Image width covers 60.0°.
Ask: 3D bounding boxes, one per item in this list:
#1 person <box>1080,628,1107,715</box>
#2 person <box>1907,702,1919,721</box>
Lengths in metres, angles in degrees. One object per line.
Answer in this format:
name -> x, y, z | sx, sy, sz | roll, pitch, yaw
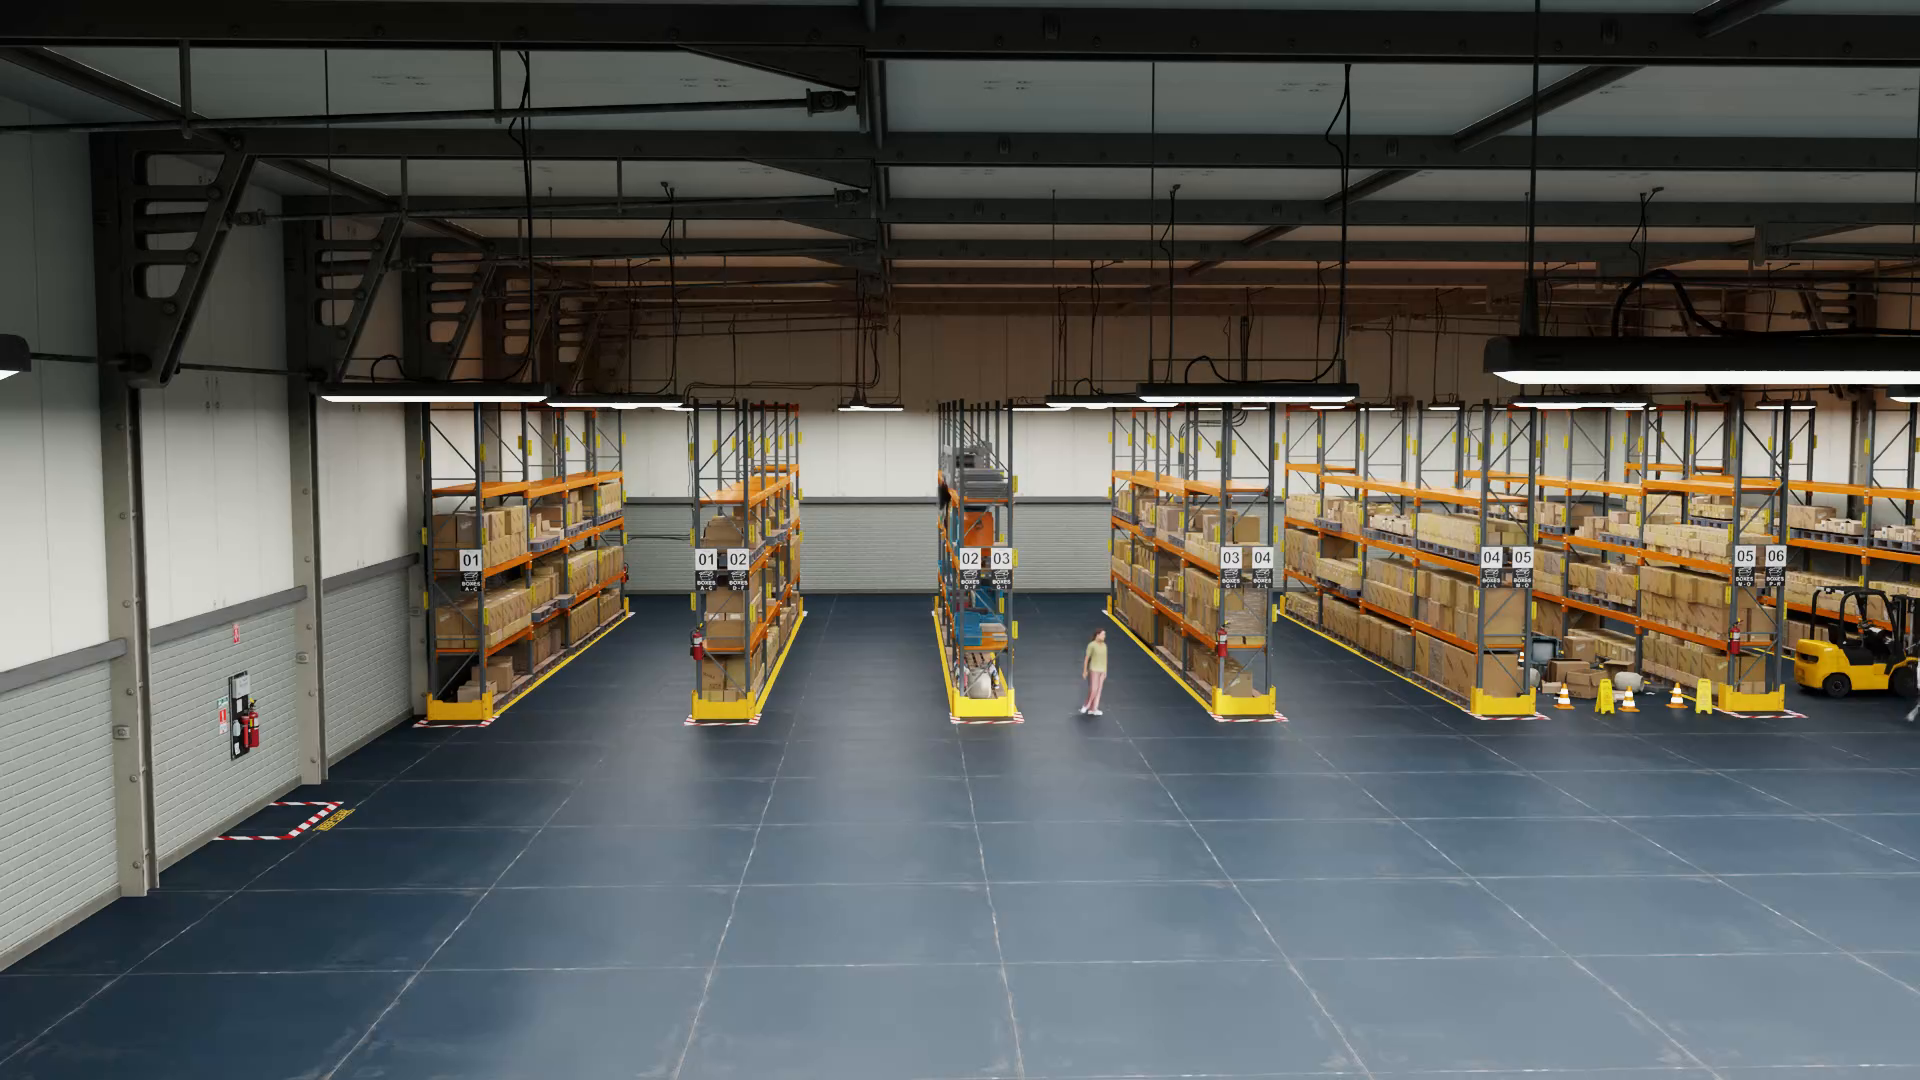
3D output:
person -> 2.547, 2.489, 31.520 | 0.551, 1.663, 0.414 | -3, 6, -38
person -> 17.829, 2.602, 30.425 | 0.709, 1.611, 0.648 | 0, 4, 2
